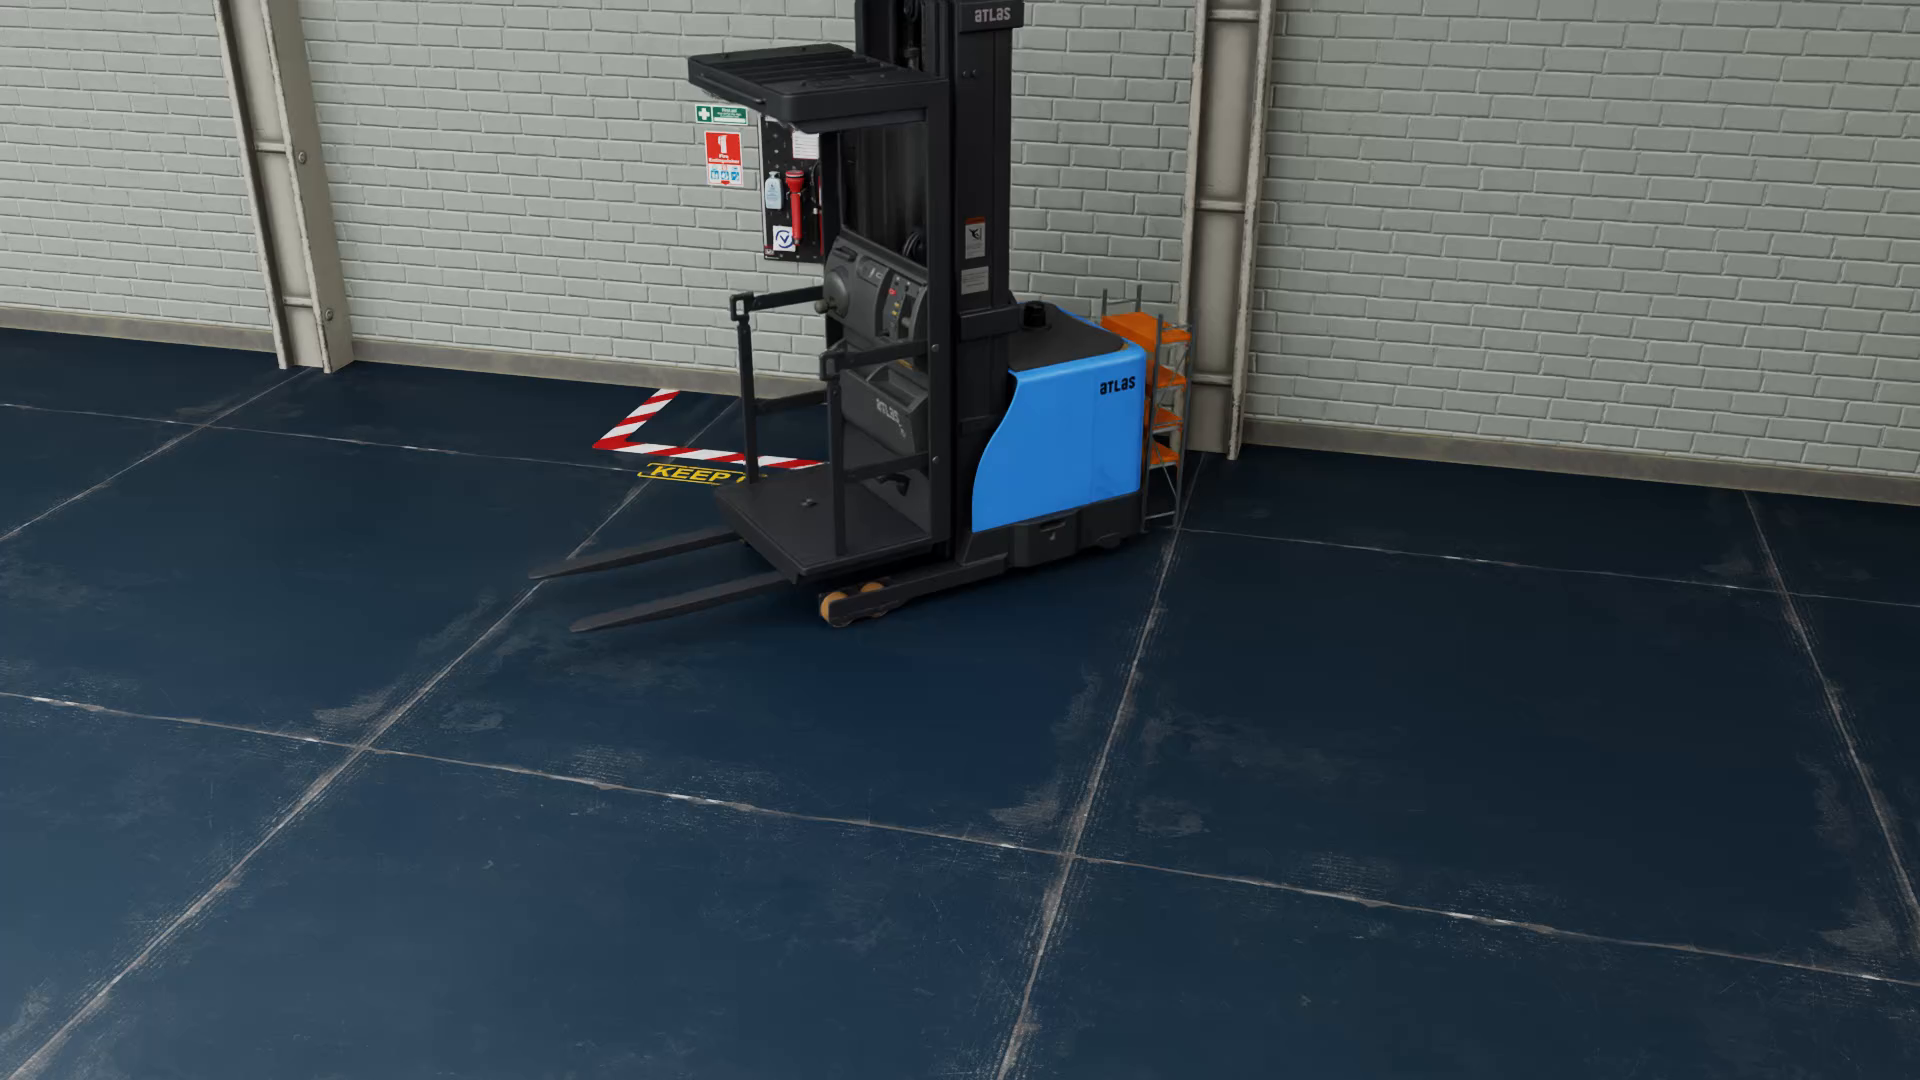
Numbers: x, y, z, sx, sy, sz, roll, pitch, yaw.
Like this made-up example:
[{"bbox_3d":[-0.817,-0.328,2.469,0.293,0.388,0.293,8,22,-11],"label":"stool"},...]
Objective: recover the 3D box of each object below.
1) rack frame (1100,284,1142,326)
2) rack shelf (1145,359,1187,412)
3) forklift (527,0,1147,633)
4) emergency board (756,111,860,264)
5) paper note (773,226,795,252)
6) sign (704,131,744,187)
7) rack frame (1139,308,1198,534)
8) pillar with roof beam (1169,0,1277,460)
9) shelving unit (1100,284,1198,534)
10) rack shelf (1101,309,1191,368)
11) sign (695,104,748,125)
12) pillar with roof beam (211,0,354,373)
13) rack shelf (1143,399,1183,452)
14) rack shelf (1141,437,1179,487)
[{"bbox_3d":[0.835,-0.784,8.990,0.240,1.200,0.015,-12,28,-28],"label":"rack frame"},{"bbox_3d":[0.961,-0.836,8.734,0.258,0.148,0.480,-12,28,-28],"label":"rack shelf"},{"bbox_3d":[-0.585,-1.168,7.794,3.031,2.935,1.130,-14,29,-27],"label":"forklift"},{"bbox_3d":[-0.919,-2.189,9.858,0.643,1.169,0.194,6,26,13],"label":"emergency board"},{"bbox_3d":[-1.073,-1.839,10.148,0.142,0.148,0.016,6,26,13],"label":"paper note"},{"bbox_3d":[-1.429,-2.307,10.065,0.234,0.329,0.001,6,26,13],"label":"sign"},{"bbox_3d":[1.077,-0.602,8.607,0.240,1.200,0.015,-12,28,-28],"label":"rack frame"},{"bbox_3d":[0.393,-2.825,4.215,0.400,9.000,9.100,6,26,13],"label":"pillar with roof beam"},{"bbox_3d":[0.956,-0.693,8.798,0.258,1.200,0.503,-12,28,-28],"label":"shelving unit"},{"bbox_3d":[0.970,-1.051,8.637,0.258,0.148,0.480,-12,28,-28],"label":"rack shelf"},{"bbox_3d":[-1.427,-2.542,9.942,0.331,0.109,0.001,6,26,13],"label":"sign"},{"bbox_3d":[-5.418,-3.467,5.564,0.400,9.000,9.100,6,26,13],"label":"pillar with roof beam"},{"bbox_3d":[0.954,-0.632,8.826,0.258,0.148,0.480,-12,28,-28],"label":"rack shelf"},{"bbox_3d":[0.947,-0.451,8.908,0.258,0.148,0.480,-12,28,-28],"label":"rack shelf"}]
